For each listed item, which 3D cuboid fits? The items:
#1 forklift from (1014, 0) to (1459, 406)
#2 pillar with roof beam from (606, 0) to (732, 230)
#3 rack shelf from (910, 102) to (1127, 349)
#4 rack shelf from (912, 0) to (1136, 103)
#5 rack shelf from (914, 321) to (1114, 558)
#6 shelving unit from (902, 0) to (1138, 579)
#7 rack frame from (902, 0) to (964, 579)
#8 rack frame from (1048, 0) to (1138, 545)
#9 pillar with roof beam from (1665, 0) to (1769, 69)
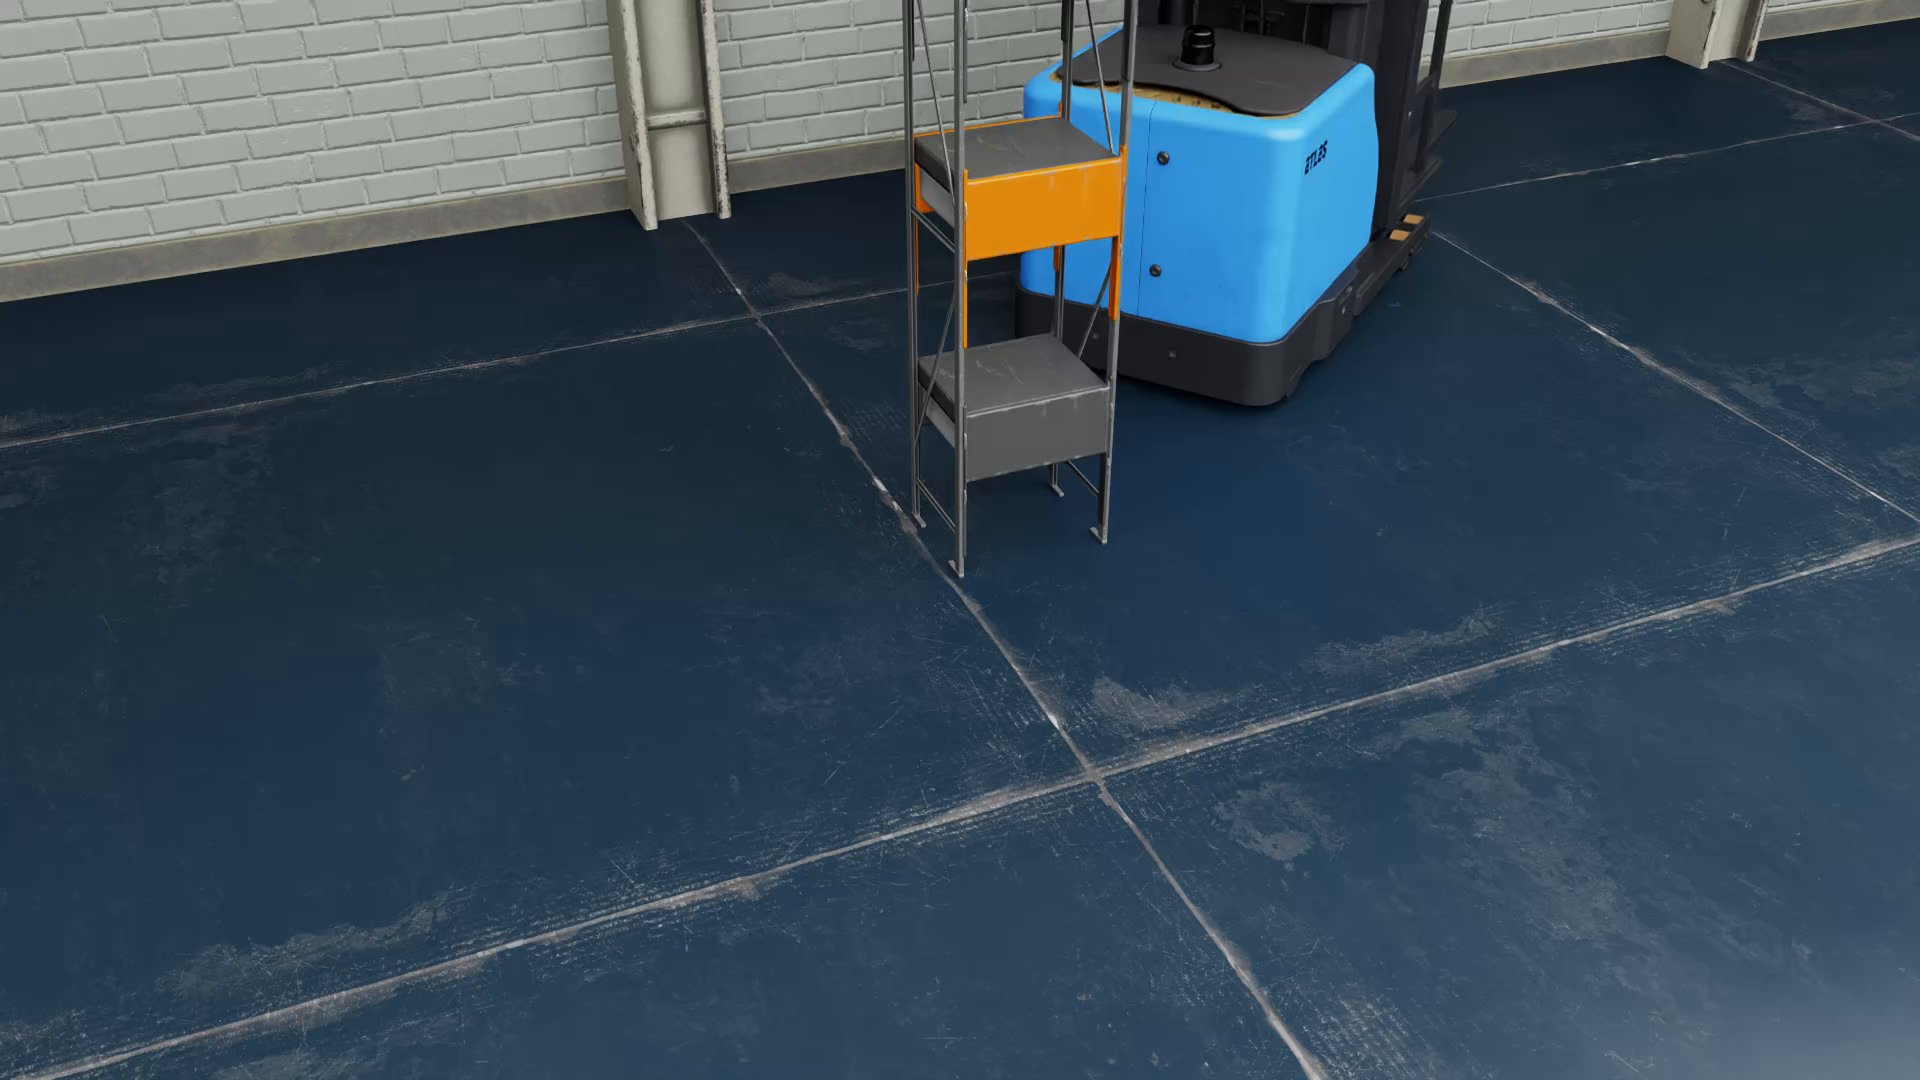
[{"bbox_3d":[1.365,-2.476,6.368,1.130,2.935,3.031,17,37,24],"label":"forklift"},{"bbox_3d":[0.398,-3.096,1.758,0.400,9.000,9.100,-13,35,-19],"label":"pillar with roof beam"},{"bbox_3d":[0.153,-0.904,4.738,0.480,0.518,0.431,-13,35,-19],"label":"rack shelf"},{"bbox_3d":[0.153,-1.490,4.357,0.480,0.518,0.431,-13,35,-19],"label":"rack shelf"},{"bbox_3d":[0.153,-0.317,5.120,0.480,0.518,0.431,-13,35,-19],"label":"rack shelf"},{"bbox_3d":[0.153,-0.915,4.731,0.503,2.100,0.431,-13,35,-19],"label":"shelving unit"},{"bbox_3d":[-0.072,-0.864,4.652,0.015,2.100,0.400,-13,35,-19],"label":"rack frame"},{"bbox_3d":[0.378,-0.967,4.810,0.015,2.100,0.400,-13,35,-19],"label":"rack frame"},{"bbox_3d":[5.930,-4.363,3.705,0.400,9.000,9.100,-13,35,-19],"label":"pillar with roof beam"}]
